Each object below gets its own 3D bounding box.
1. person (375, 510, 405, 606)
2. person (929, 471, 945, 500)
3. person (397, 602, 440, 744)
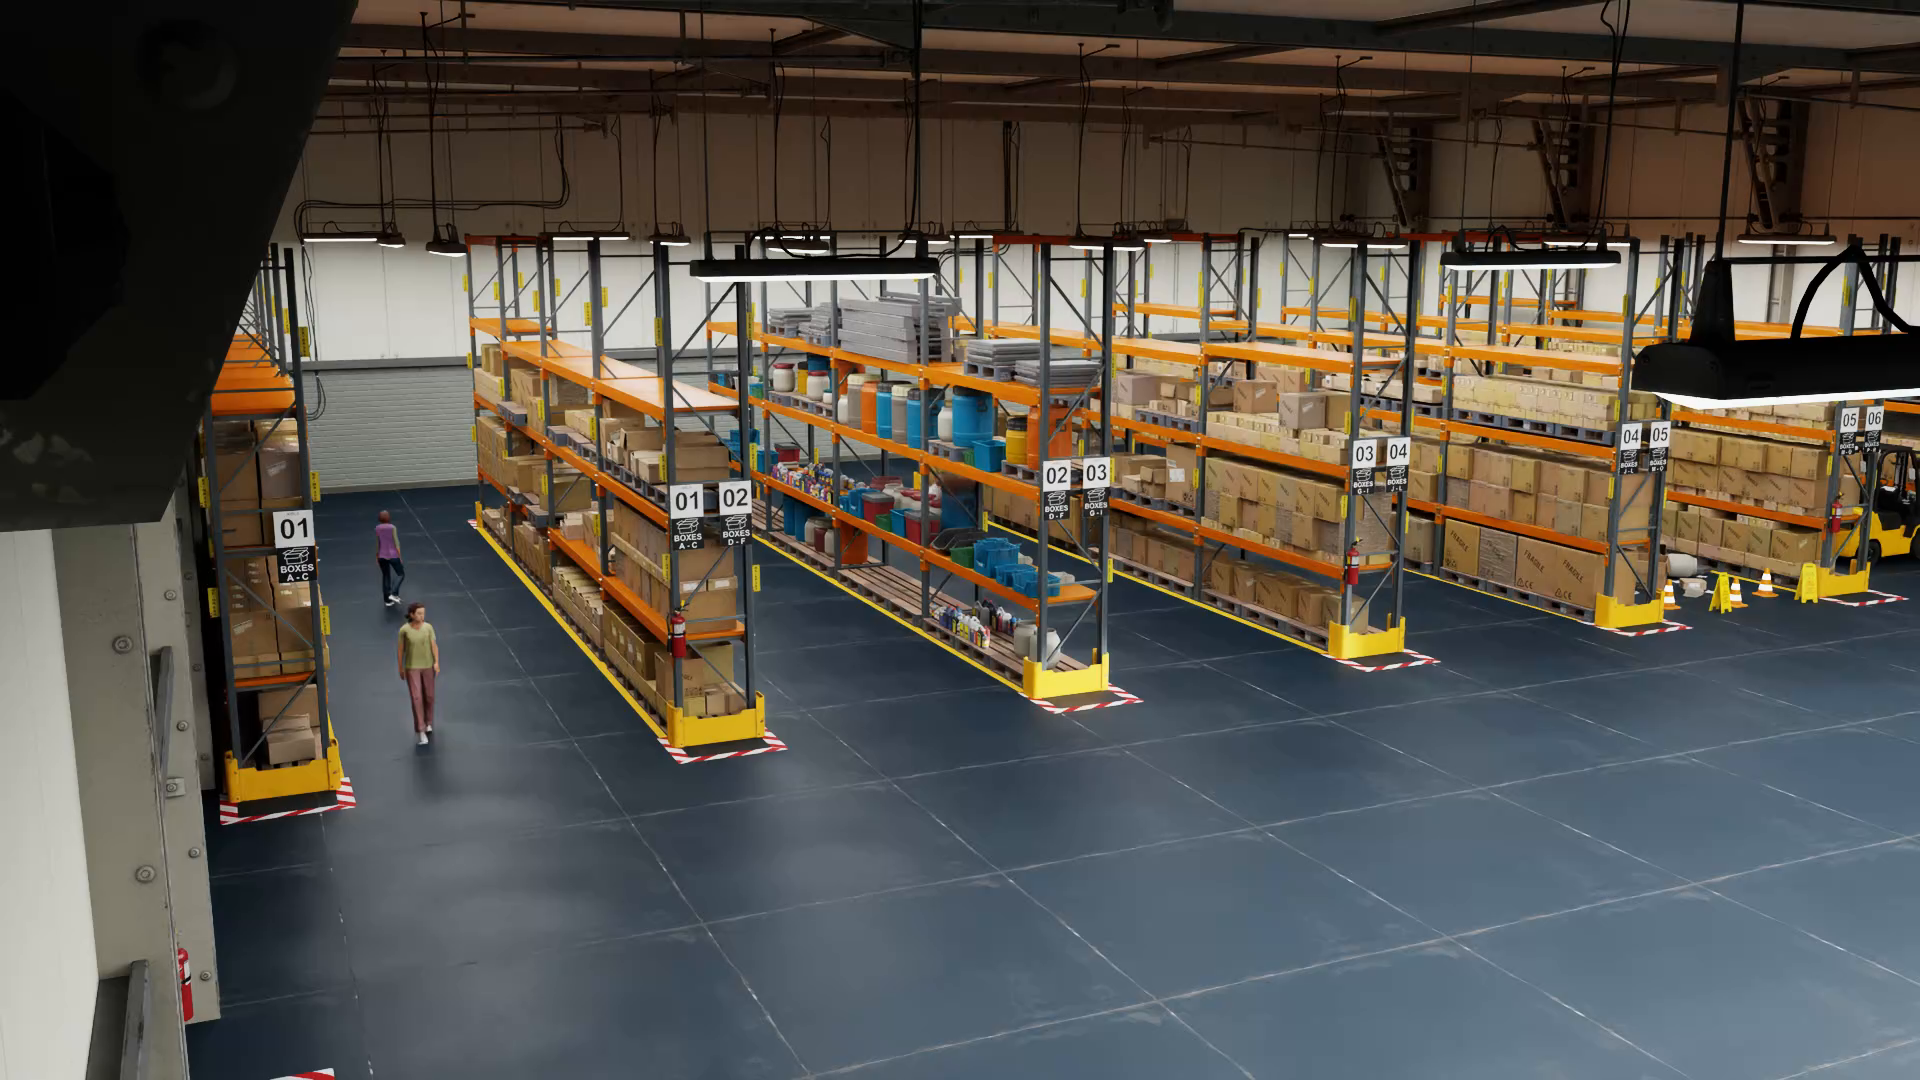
[{"bbox_3d":[-9.418,0.327,27.367,0.455,1.559,0.437,2,11,9],"label":"person"},{"bbox_3d":[-0.371,-0.511,31.391,0.512,1.615,1.034,-5,12,-26],"label":"person"},{"bbox_3d":[-6.619,1.619,20.489,0.472,1.668,0.745,-7,13,-32],"label":"person"}]
